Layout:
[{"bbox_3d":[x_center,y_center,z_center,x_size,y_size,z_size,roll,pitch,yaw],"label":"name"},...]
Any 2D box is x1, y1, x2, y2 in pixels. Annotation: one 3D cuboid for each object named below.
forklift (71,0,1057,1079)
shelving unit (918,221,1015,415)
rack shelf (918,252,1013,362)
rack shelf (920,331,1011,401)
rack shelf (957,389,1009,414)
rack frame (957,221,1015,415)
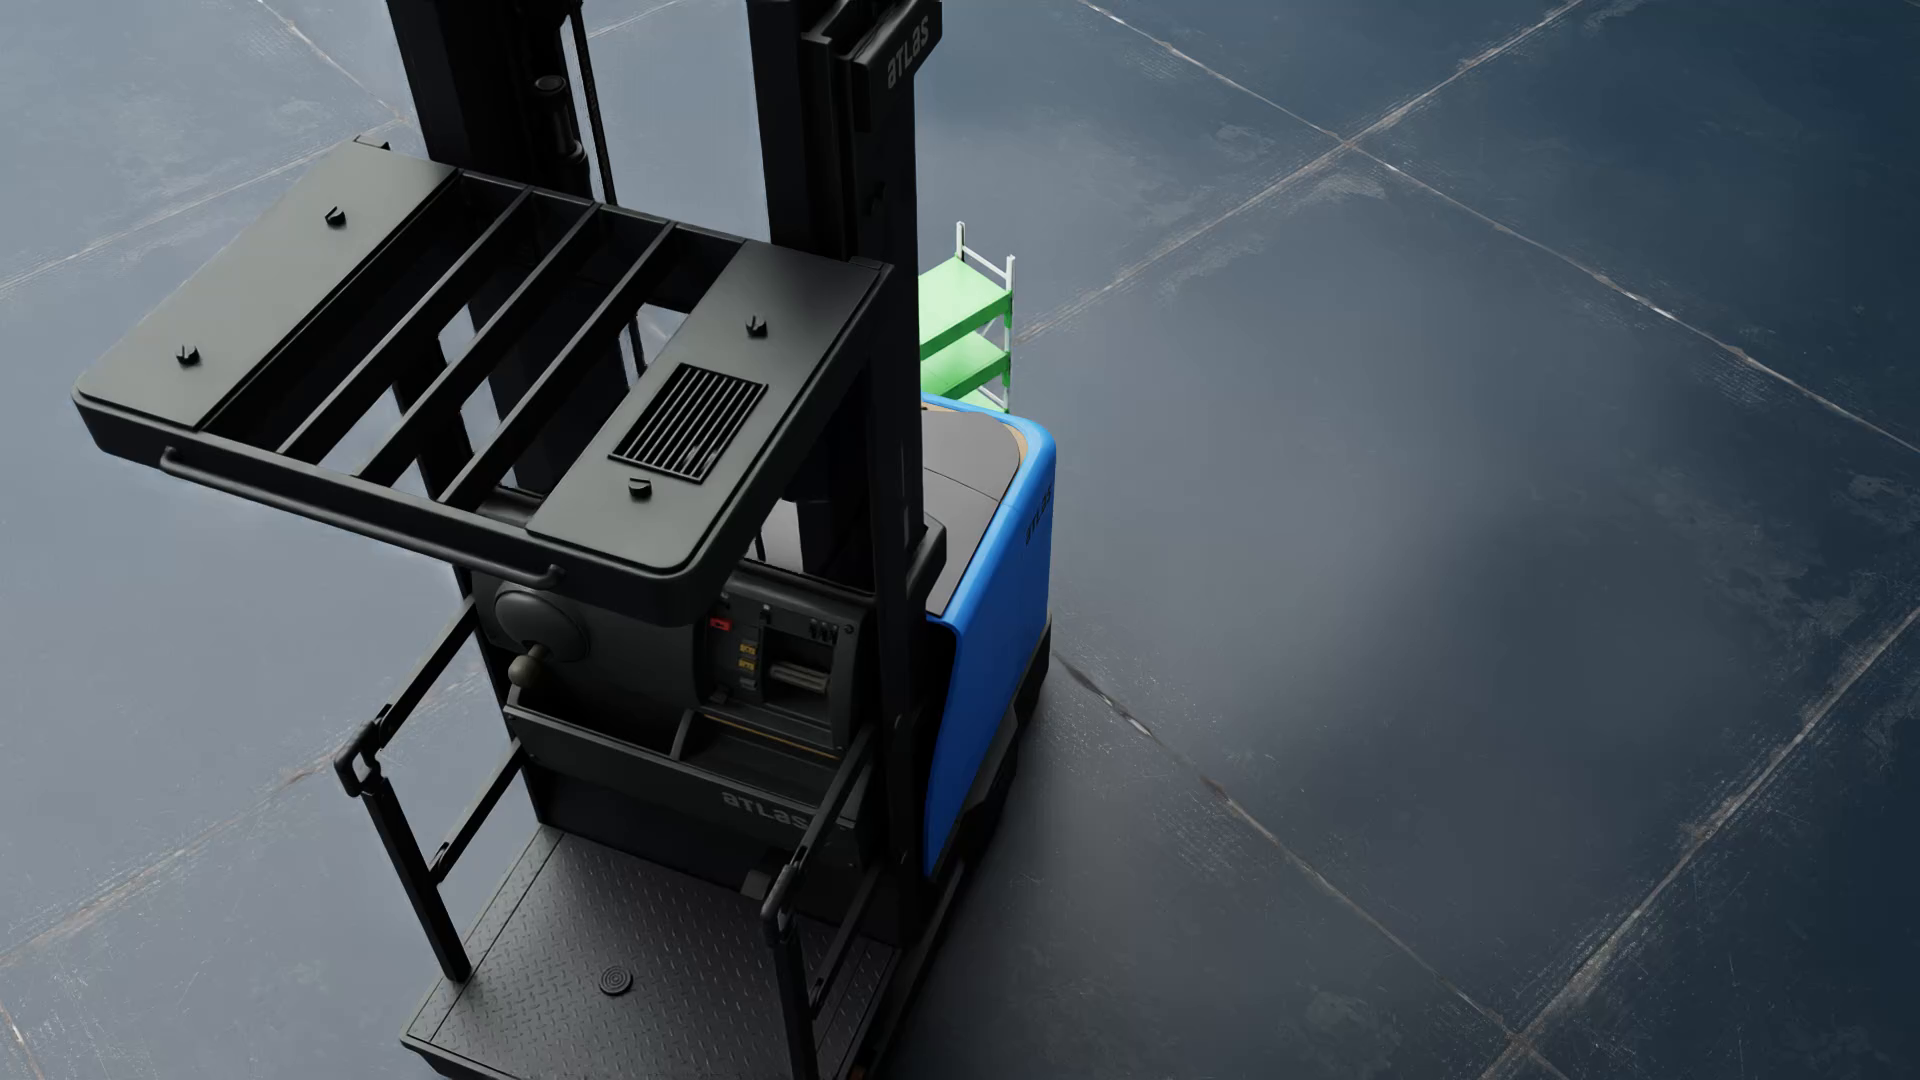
[{"bbox_3d":[-0.724,0.302,3.477,1.130,2.935,3.031,16,49,14],"label":"forklift"},{"bbox_3d":[-0.104,-0.362,5.268,0.503,1.200,0.258,-34,56,-27],"label":"shelving unit"},{"bbox_3d":[-0.104,-0.644,4.962,0.480,0.148,0.258,-34,56,-27],"label":"rack shelf"},{"bbox_3d":[-0.104,-0.482,5.138,0.480,0.148,0.258,-34,56,-27],"label":"rack shelf"},{"bbox_3d":[-0.104,-0.319,5.315,0.480,0.148,0.258,-34,56,-27],"label":"rack shelf"},{"bbox_3d":[0.076,-0.483,5.379,0.015,1.200,0.240,-34,56,-27],"label":"rack frame"}]
